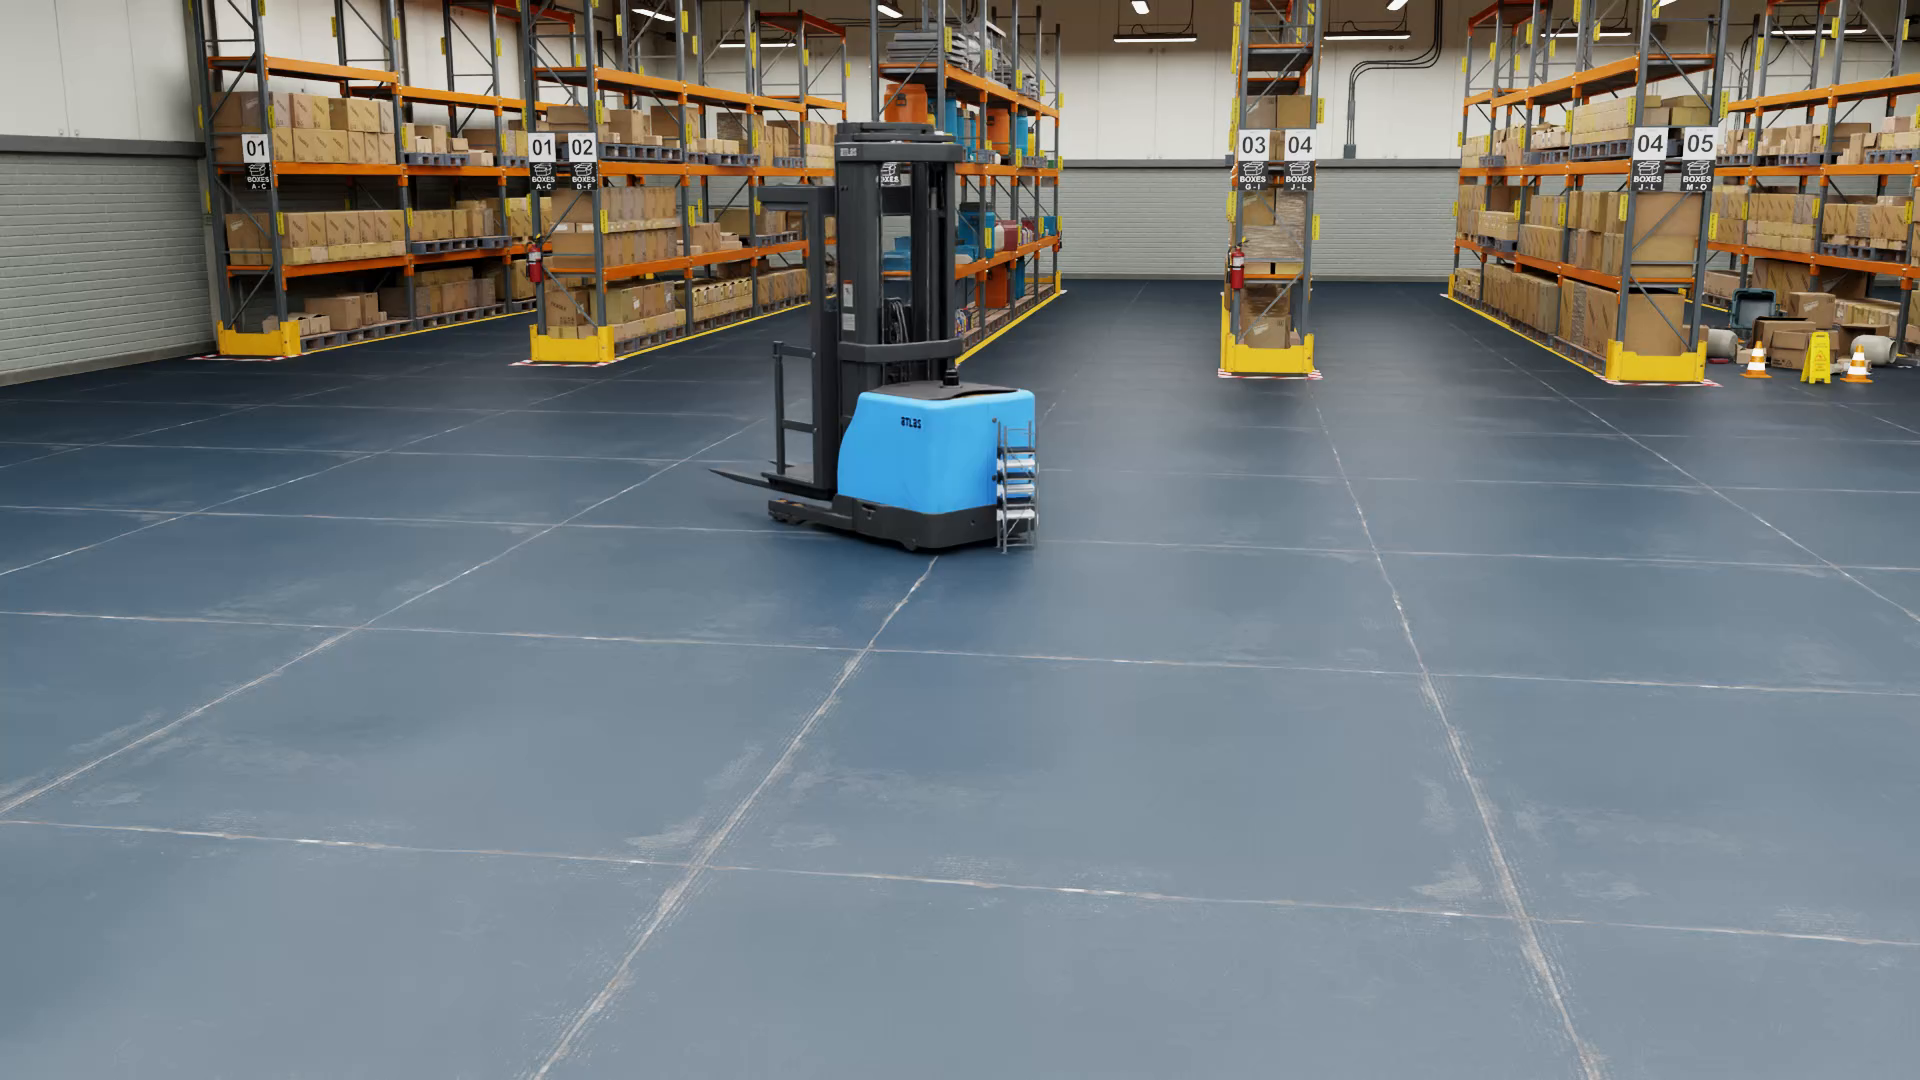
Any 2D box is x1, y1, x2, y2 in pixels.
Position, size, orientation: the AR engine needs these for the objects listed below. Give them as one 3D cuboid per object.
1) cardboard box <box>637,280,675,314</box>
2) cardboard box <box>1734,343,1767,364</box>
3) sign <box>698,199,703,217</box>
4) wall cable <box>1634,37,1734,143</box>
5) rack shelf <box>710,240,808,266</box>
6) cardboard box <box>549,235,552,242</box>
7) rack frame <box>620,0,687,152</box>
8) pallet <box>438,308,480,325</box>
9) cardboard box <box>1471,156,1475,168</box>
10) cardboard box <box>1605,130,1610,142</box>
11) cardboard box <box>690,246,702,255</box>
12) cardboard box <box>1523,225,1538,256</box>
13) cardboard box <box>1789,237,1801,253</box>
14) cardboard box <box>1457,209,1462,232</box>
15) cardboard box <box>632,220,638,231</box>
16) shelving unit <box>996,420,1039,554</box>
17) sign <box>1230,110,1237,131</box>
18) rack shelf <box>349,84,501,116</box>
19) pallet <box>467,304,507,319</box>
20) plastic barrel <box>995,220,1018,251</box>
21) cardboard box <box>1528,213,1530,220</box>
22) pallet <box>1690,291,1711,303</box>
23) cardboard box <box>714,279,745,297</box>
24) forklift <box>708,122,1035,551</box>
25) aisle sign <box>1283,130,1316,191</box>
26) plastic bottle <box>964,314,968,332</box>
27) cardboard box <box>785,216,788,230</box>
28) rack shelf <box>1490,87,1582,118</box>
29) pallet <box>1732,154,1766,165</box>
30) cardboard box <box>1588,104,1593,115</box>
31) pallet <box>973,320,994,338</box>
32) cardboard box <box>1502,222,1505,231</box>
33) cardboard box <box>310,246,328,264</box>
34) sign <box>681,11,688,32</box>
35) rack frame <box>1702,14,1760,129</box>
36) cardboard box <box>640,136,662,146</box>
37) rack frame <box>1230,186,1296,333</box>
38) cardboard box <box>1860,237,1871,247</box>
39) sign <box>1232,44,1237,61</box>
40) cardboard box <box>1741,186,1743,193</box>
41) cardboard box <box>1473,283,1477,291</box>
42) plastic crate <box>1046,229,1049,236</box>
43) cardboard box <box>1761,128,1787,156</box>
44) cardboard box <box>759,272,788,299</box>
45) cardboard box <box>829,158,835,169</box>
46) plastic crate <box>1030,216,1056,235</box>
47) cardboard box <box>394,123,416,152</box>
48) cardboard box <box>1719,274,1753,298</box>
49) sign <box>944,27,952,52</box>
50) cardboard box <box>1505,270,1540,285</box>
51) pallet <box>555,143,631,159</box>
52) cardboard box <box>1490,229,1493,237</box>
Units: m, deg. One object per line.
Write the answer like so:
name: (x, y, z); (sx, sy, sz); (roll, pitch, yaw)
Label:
cardboard box: (-4.926, -3.929, 26.855); (0.500, 0.500, 0.500); (2, 12, 9)
cardboard box: (11.246, -2.651, 23.665); (0.396, 0.266, 0.258); (4, 13, 18)
sign: (-4.905, -6.284, 31.473); (0.100, 0.325, 0.005); (2, 12, 9)
wall cable: (17.782, -10.865, 41.048); (2.355, 3.000, 0.029); (2, 12, 9)
rack shelf: (-4.060, -5.806, 33.522); (1.077, 0.370, 4.000); (2, 12, 9)
cardboard box: (-8.659, -6.278, 34.554); (0.380, 0.149, 0.250); (2, 12, 7)
rack frame: (-4.983, -7.841, 27.019); (1.000, 3.000, 0.127); (2, 12, 9)
pallet: (-9.574, -4.122, 30.620); (1.003, 0.211, 1.213); (2, 12, 9)
cardboard box: (10.973, -7.887, 34.706); (0.500, 0.250, 0.500); (2, 12, 8)
cardboard box: (8.948, -5.462, 22.462); (0.380, 0.149, 0.250); (2, 12, 8)
cardboard box: (-4.644, -4.964, 28.502); (0.380, 0.149, 0.250); (2, 12, 9)
cardboard box: (9.895, -5.096, 28.283); (0.500, 0.500, 0.500); (2, 12, 8)
cardboard box: (15.097, -5.246, 29.571); (0.500, 0.250, 0.500); (2, 12, 10)
cardboard box: (11.194, -7.013, 36.472); (0.500, 0.500, 0.500); (2, 12, 11)
cardboard box: (-5.129, -4.785, 25.299); (0.380, 0.149, 0.250); (2, 12, 8)
shelving unit: (0.399, -0.367, 11.559); (0.258, 0.900, 0.210); (-2, 12, -11)
sign: (4.256, -6.516, 25.826); (0.100, 0.325, 0.005); (2, 12, 9)
rack shelf: (-9.570, -7.870, 29.810); (1.077, 0.370, 4.000); (2, 12, 9)
pallet: (-9.384, -4.375, 31.795); (1.003, 0.211, 1.213); (2, 12, 9)
plastic barrel: (0.754, -5.540, 30.258); (0.600, 0.536, 0.708); (2, 12, 9)
cardboard box: (10.811, -6.027, 31.025); (0.380, 0.149, 0.250); (2, 12, 8)
pallet: (16.397, -5.232, 35.769); (1.003, 0.211, 1.213); (2, 12, 9)
cardboard box: (-4.278, -4.651, 30.655); (0.500, 0.311, 0.500); (2, 12, 8)
forklift: (-0.809, -1.607, 12.493); (1.130, 2.935, 3.031); (-11, 16, -41)
aisle sign: (4.477, -5.003, 21.915); (0.394, 0.787, 0.004); (2, 12, 9)
plastic bottle: (0.084, -3.416, 26.128); (0.061, 0.283, 0.133); (3, 12, 12)
cardboard box: (-3.929, -6.735, 35.889); (0.500, 0.500, 0.500); (2, 12, 10)
rack shelf: (10.613, -8.040, 30.596); (1.077, 0.370, 4.000); (2, 12, 9)
pallet: (15.964, -7.524, 32.877); (1.003, 0.211, 1.213); (2, 12, 9)
cardboard box: (9.144, -6.116, 23.600); (0.380, 0.149, 0.250); (2, 12, 9)
pallet: (-0.006, -3.549, 27.961); (1.003, 0.211, 1.213); (2, 12, 9)
cardboard box: (9.971, -5.639, 29.933); (0.380, 0.149, 0.250); (2, 12, 11)
cardboard box: (-10.039, -4.372, 25.469); (0.500, 0.250, 0.500); (1, 12, 7)
sign: (-4.438, -8.352, 26.796); (0.100, 0.325, 0.005); (2, 12, 9)
rack frame: (16.443, -9.697, 35.627); (1.000, 3.000, 0.127); (2, 12, 9)
cardboard box: (-4.898, -6.266, 26.096); (0.380, 0.149, 0.250); (2, 12, 9)
rack frame: (4.805, -4.587, 26.158); (1.000, 3.000, 0.127); (2, 12, 9)
cardboard box: (14.682, -4.785, 26.674); (0.380, 0.149, 0.250); (2, 12, 10)
sign: (5.491, -9.742, 33.245); (0.100, 0.325, 0.005); (2, 12, 9)
cardboard box: (15.756, -6.963, 33.034); (0.380, 0.149, 0.250); (2, 12, 9)
cardboard box: (10.685, -5.160, 33.882); (0.380, 0.149, 0.250); (1, 12, 6)
plastic crate: (1.810, -6.970, 37.700); (0.396, 0.136, 0.243); (2, 12, 9)
cardboard box: (15.406, -7.478, 31.217); (0.500, 0.500, 0.500); (2, 12, 8)
cardboard box: (-3.783, -5.142, 33.623); (0.500, 0.500, 0.500); (1, 12, 7)
cardboard box: (-3.107, -8.476, 37.440); (0.500, 0.250, 0.500); (2, 12, 9)
plastic crate: (1.890, -7.216, 38.132); (0.616, 0.435, 0.499); (2, 12, 9)
cardboard box: (-9.715, -6.900, 28.537); (0.500, 0.500, 0.500); (4, 13, 17)
cardboard box: (16.167, -5.198, 34.076); (0.875, 0.438, 0.875); (2, 12, 7)
sign: (-0.161, -6.727, 22.342); (0.100, 0.325, 0.005); (2, 12, 9)
cardboard box: (10.152, -4.739, 30.018); (0.500, 0.250, 0.500); (2, 12, 7)
pallet: (-5.464, -5.646, 24.159); (1.003, 0.211, 1.213); (2, 12, 9)
cardboard box: (10.169, -5.762, 31.208); (0.380, 0.149, 0.250); (1, 12, 6)
